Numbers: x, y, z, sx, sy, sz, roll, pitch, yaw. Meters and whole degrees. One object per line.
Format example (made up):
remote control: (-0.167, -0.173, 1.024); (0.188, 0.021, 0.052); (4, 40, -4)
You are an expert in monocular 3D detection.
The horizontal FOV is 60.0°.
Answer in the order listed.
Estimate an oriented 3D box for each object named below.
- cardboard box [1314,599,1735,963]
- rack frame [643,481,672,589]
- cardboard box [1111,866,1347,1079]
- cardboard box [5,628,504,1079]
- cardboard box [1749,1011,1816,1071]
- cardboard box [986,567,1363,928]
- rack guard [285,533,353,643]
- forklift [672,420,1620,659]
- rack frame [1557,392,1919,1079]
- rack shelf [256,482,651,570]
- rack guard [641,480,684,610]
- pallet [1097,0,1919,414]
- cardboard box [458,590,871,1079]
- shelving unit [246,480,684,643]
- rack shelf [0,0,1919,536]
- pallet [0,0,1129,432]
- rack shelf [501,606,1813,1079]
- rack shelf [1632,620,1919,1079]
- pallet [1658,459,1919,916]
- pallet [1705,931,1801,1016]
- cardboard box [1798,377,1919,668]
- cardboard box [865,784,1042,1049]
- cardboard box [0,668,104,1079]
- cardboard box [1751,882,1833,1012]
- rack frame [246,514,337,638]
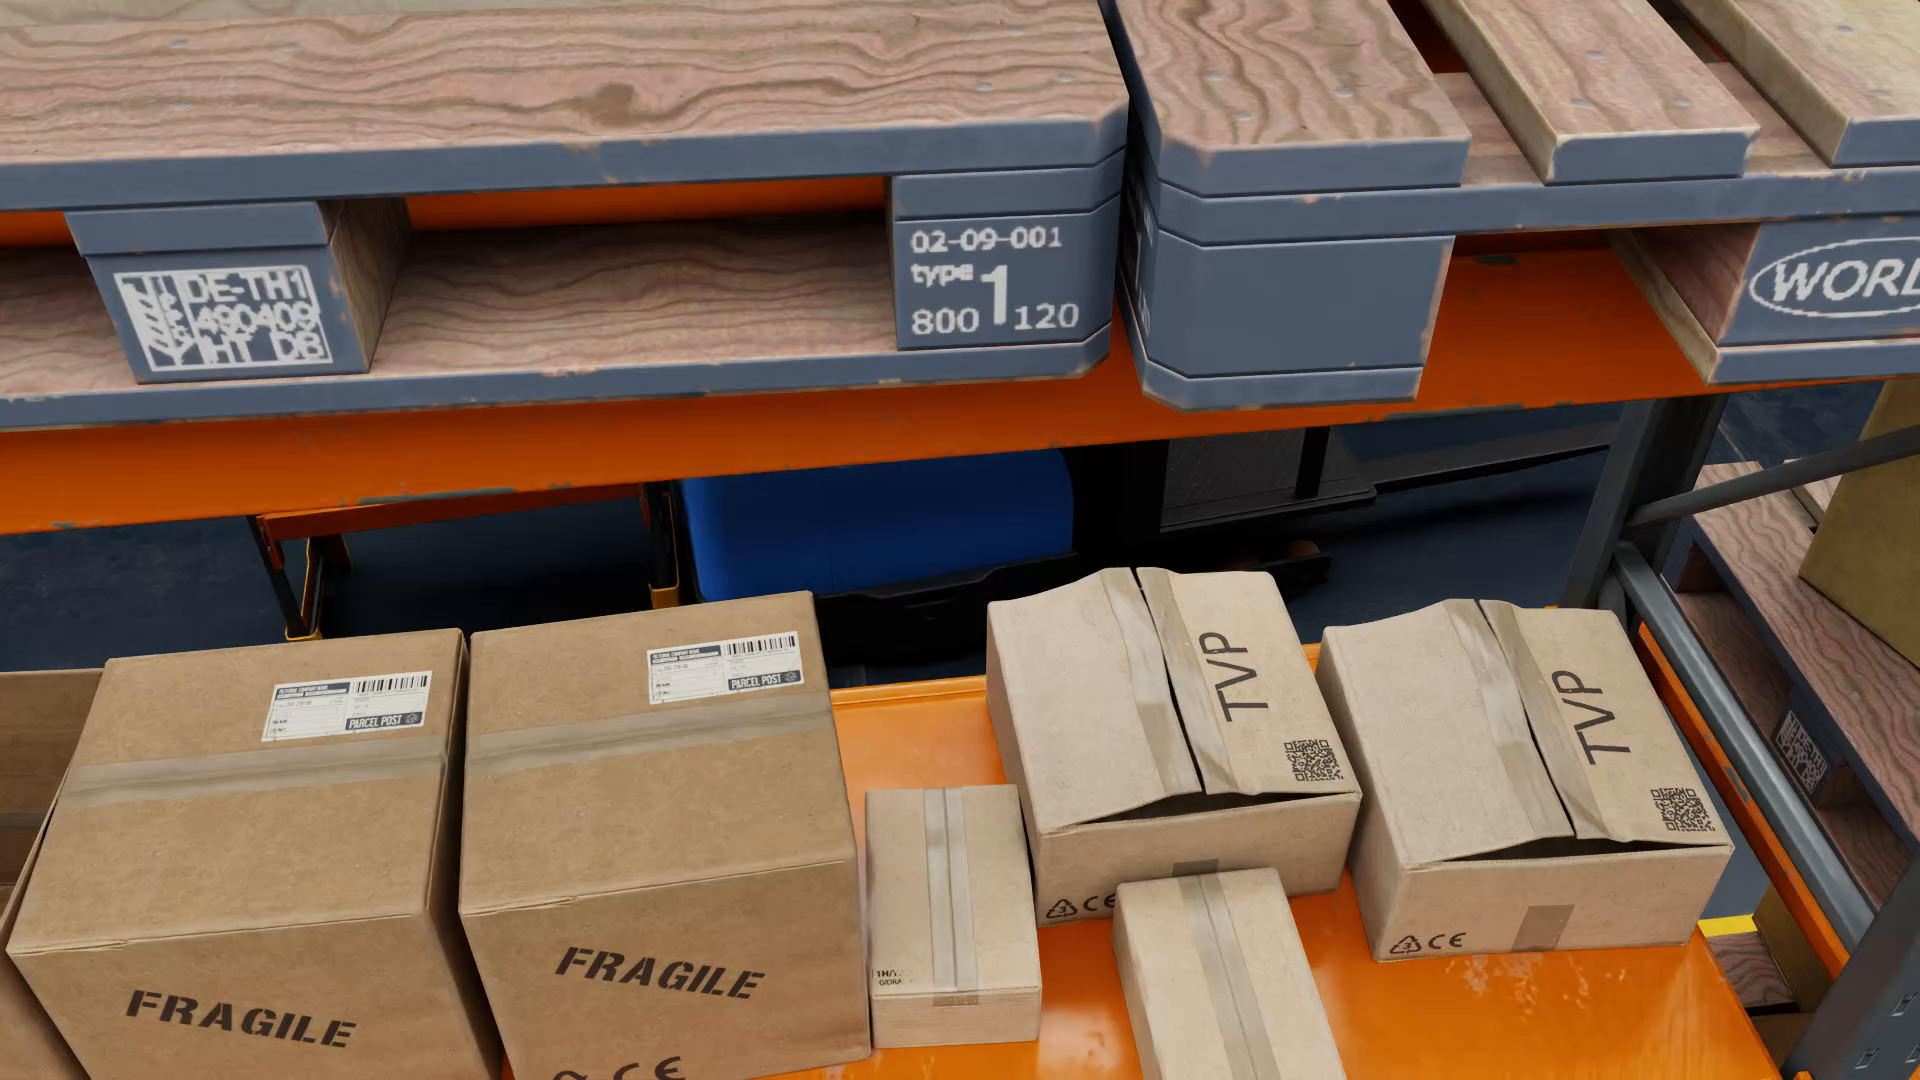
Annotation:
cardboard box: (0.874, 0.366, 2.671); (0.500, 0.311, 0.500); (-3, 42, -3)
rack frame: (-0.894, -0.422, 4.598); (0.032, 1.500, 0.500); (-8, 43, -8)
cardboard box: (0.384, 0.686, 2.438); (0.250, 0.149, 0.380); (-5, 42, -6)
cardboard box: (-0.943, 0.496, 2.386); (0.500, 0.500, 0.500); (-5, 42, -5)
cardboard box: (1.729, 1.246, 3.167); (0.500, 0.500, 0.500); (-3, 42, -4)
cardboard box: (0.328, 0.313, 2.730); (0.500, 0.311, 0.500); (-5, 42, -6)
rack guard: (-1.872, 0.173, 4.872); (0.087, 0.250, 0.587); (-8, 43, -8)
forklift: (0.633, -1.228, 4.424); (3.031, 2.935, 1.130); (-10, 43, -10)
rack frame: (1.240, 0.331, 2.644); (0.127, 3.000, 1.000); (-5, 42, -6)
rack shelf: (-1.392, -0.222, 4.645); (1.000, 0.185, 0.538); (-8, 43, -8)
rack guard: (-0.895, 0.042, 5.016); (0.087, 0.250, 0.587); (-8, 43, -8)
pallet: (0.579, -0.595, 1.571); (1.003, 0.211, 1.213); (-3, 42, -4)
cardboard box: (-0.421, 0.450, 2.437); (0.500, 0.500, 0.500); (-7, 43, -8)
shelving unit: (-1.383, -0.357, 4.526); (1.083, 1.500, 0.587); (-8, 43, -8)
rack shelf: (-0.743, -0.342, 1.688); (4.000, 0.370, 1.077); (-5, 42, -6)
pallet: (-0.530, -0.496, 1.461); (1.213, 0.211, 1.003); (-3, 42, -4)
rack shelf: (-0.743, 0.771, 2.692); (4.000, 0.370, 1.077); (-5, 42, -6)
rack shelf: (3.223, 0.424, 3.077); (4.000, 0.370, 1.077); (-5, 42, -6)
pallet: (1.903, 0.296, 2.825); (1.003, 0.211, 1.213); (-5, 42, -6)
pallet: (1.986, 1.326, 3.622); (1.213, 0.211, 1.003); (-5, 42, -6)
cardboard box: (1.850, 0.008, 2.613); (0.500, 0.500, 0.700); (-19, 45, -20)
cardboard box: (-0.017, 0.572, 2.564); (0.250, 0.149, 0.380); (-2, 42, -2)
cardboard box: (-1.440, 0.539, 2.338); (0.500, 0.500, 0.500); (-2, 42, -2)
cardboard box: (2.137, 0.858, 3.597); (0.500, 0.500, 0.500); (-3, 42, -4)
rack frame: (-1.891, -0.289, 4.451); (0.032, 1.500, 0.500); (-8, 43, -8)
